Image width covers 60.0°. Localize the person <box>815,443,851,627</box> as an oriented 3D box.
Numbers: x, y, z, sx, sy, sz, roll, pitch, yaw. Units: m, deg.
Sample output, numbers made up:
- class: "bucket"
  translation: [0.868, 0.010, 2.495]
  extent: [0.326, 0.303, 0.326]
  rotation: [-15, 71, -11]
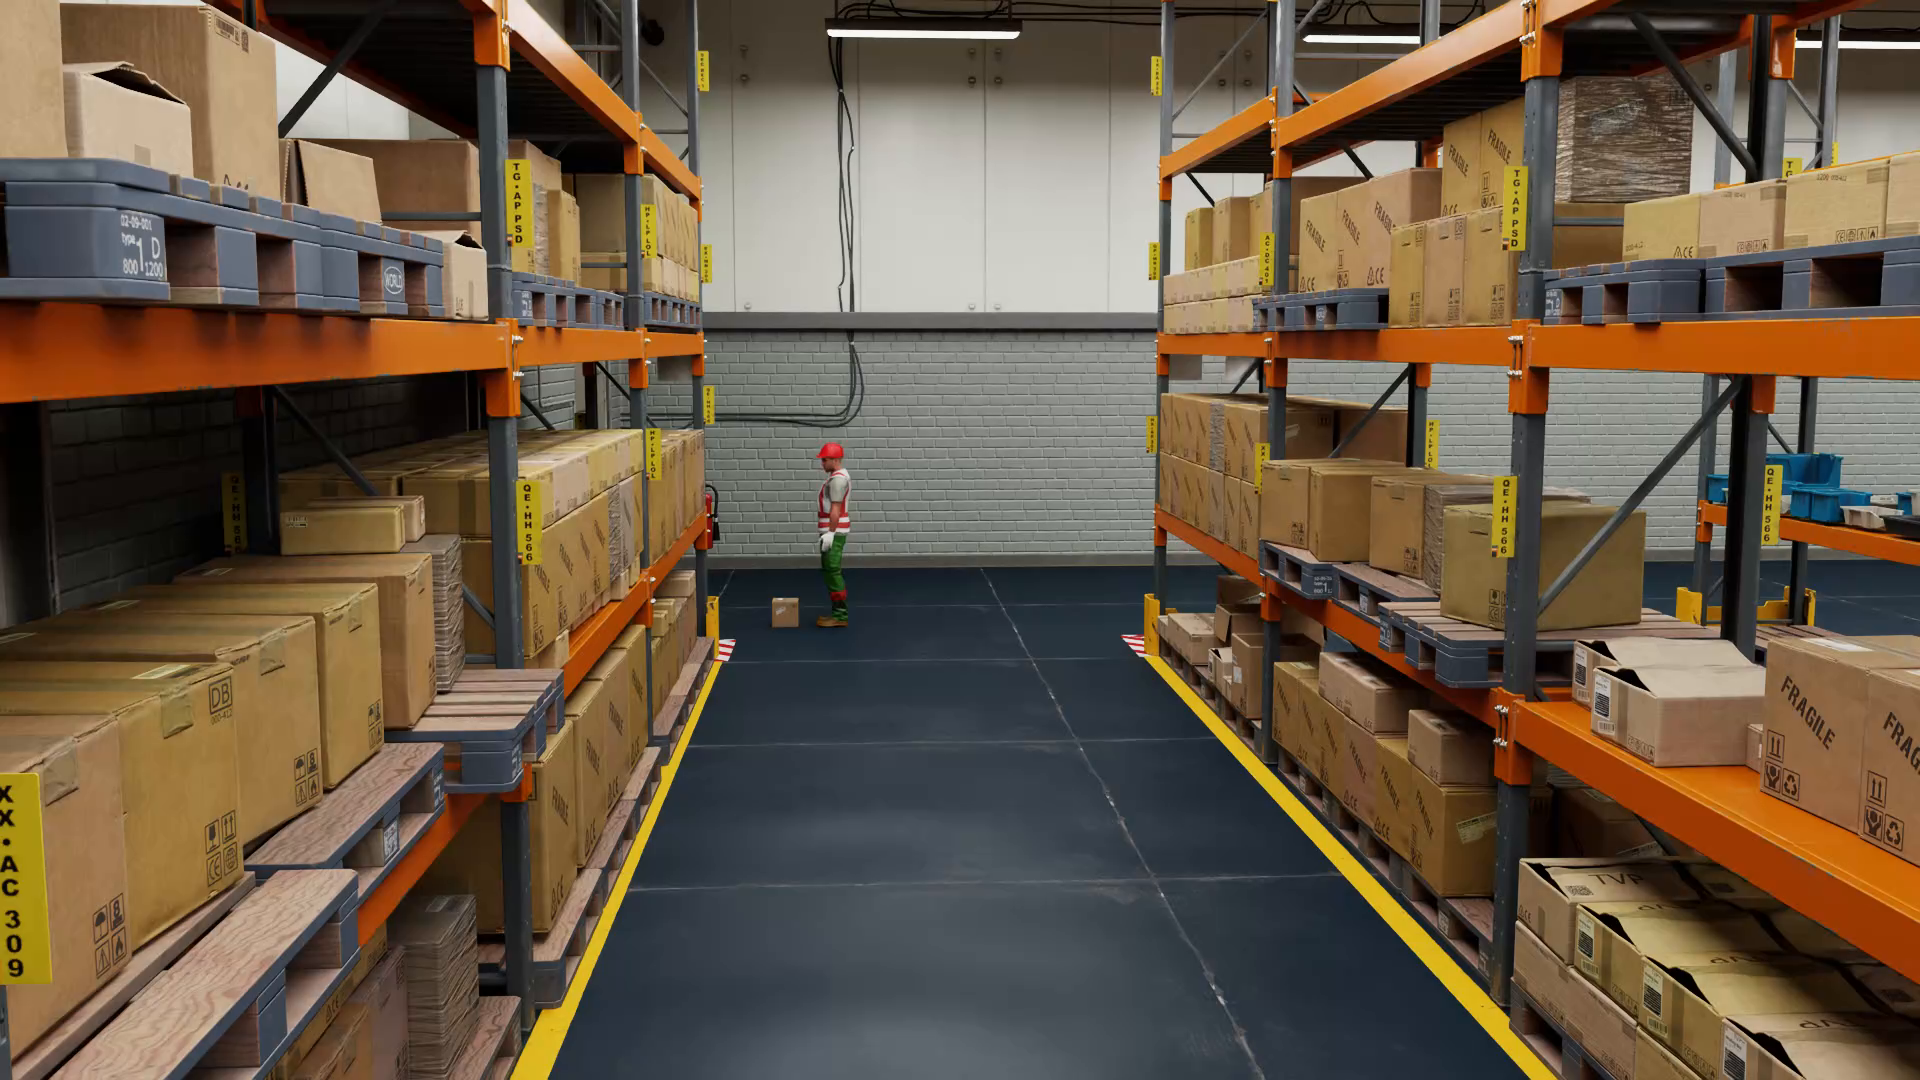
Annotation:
- class: "person"
  translation: [-1.226, -0.054, 16.123]
  extent: [0.347, 1.779, 0.527]
  rotation: [0, 7, -3]
